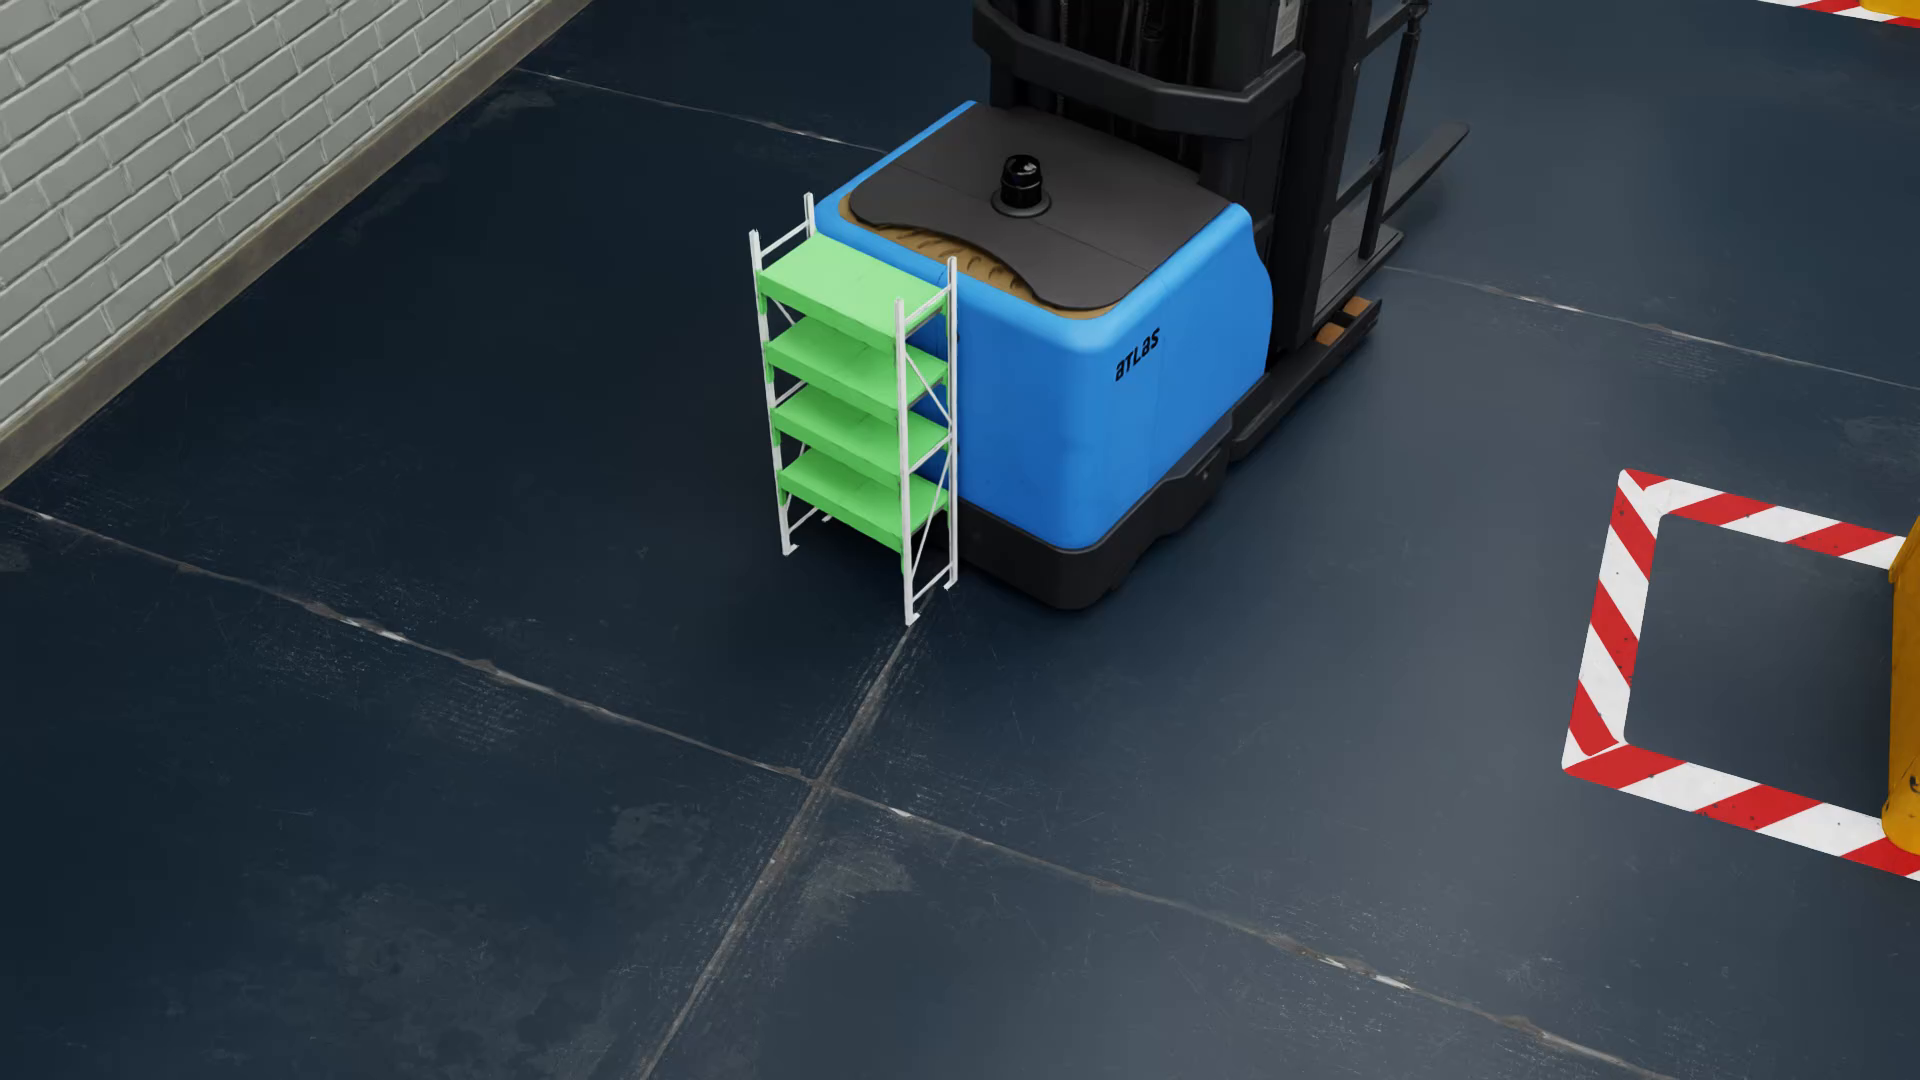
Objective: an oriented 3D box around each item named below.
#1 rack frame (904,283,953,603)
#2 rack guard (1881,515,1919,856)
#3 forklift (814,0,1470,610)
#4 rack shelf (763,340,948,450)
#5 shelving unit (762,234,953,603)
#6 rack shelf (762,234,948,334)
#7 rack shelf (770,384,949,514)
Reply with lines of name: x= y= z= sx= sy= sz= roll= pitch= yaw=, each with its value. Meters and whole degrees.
rack frame: x=-0.086 y=-0.237 z=4.637 sx=0.006 sy=1.046 sz=0.228 roll=28 pitch=51 yaw=25
rack guard: x=2.841 y=0.299 z=4.595 sx=0.348 sy=0.500 sz=1.175 roll=16 pitch=47 yaw=16
forklift: x=0.844 y=-1.824 z=5.006 sx=1.130 sy=2.935 sz=3.031 roll=28 pitch=51 yaw=25
rack shelf: x=-0.281 y=-0.465 z=4.617 sx=0.480 sy=0.148 sz=0.258 roll=28 pitch=51 yaw=25
shelving unit: x=-0.278 y=-0.339 z=4.740 sx=0.487 sy=1.046 sz=0.258 roll=28 pitch=51 yaw=25
rack shelf: x=-0.281 y=-0.673 z=4.410 sx=0.457 sy=0.021 sz=0.221 roll=28 pitch=51 yaw=25
rack shelf: x=-0.281 y=-0.295 z=4.786 sx=0.480 sy=0.148 sz=0.258 roll=28 pitch=51 yaw=25
